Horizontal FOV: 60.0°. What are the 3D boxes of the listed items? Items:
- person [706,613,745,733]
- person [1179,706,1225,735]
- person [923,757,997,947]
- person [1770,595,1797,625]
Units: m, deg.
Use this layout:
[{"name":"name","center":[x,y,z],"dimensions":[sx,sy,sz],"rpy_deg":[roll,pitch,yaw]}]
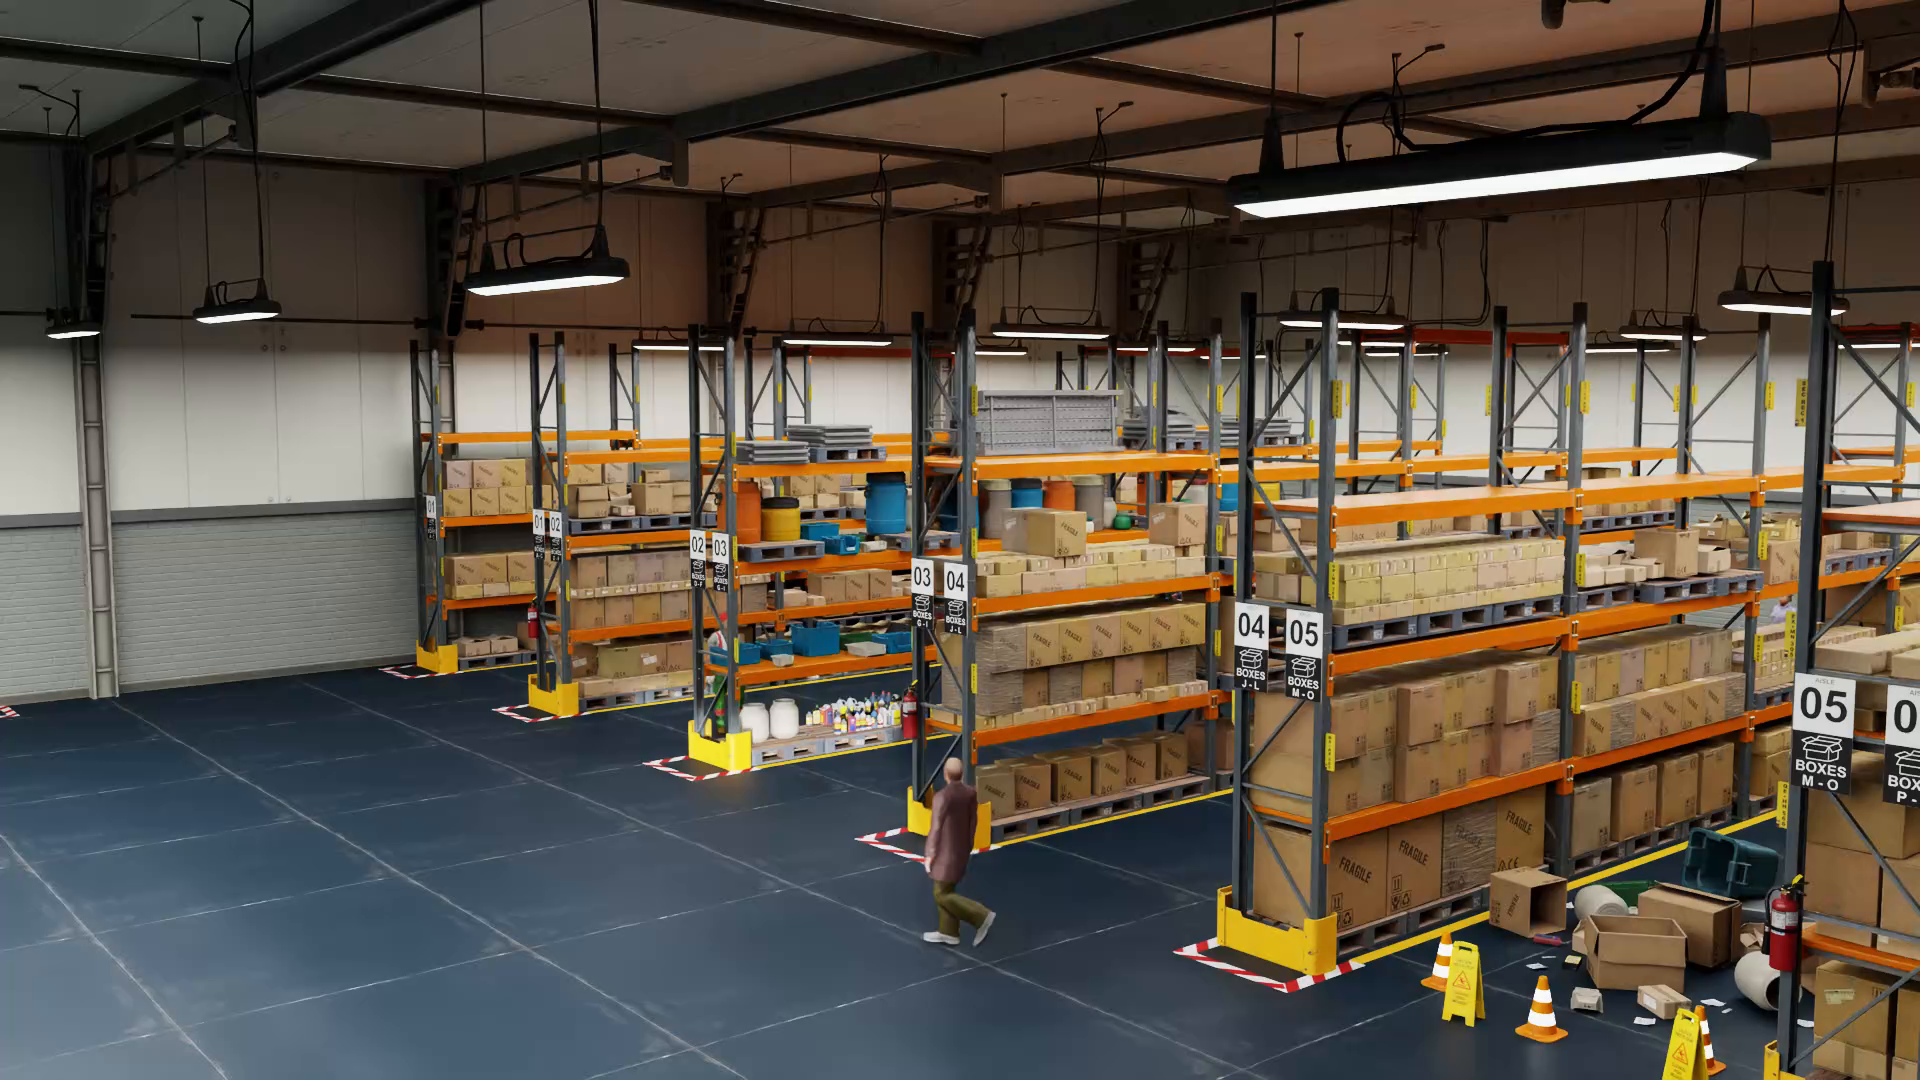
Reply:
[{"name":"person","center":[-3.504,1.991,24.845],"dimensions":[0.612,1.822,0.361],"rpy_deg":[-4,6,-34]},{"name":"person","center":[3.616,2.054,24.638],"dimensions":[0.984,1.689,0.694],"rpy_deg":[-3,6,-26]},{"name":"person","center":[-0.021,2.869,15.219],"dimensions":[0.729,1.774,0.538],"rpy_deg":[1,5,12]},{"name":"person","center":[14.308,1.678,28.851],"dimensions":[0.665,1.616,0.508],"rpy_deg":[-5,7,-42]}]
